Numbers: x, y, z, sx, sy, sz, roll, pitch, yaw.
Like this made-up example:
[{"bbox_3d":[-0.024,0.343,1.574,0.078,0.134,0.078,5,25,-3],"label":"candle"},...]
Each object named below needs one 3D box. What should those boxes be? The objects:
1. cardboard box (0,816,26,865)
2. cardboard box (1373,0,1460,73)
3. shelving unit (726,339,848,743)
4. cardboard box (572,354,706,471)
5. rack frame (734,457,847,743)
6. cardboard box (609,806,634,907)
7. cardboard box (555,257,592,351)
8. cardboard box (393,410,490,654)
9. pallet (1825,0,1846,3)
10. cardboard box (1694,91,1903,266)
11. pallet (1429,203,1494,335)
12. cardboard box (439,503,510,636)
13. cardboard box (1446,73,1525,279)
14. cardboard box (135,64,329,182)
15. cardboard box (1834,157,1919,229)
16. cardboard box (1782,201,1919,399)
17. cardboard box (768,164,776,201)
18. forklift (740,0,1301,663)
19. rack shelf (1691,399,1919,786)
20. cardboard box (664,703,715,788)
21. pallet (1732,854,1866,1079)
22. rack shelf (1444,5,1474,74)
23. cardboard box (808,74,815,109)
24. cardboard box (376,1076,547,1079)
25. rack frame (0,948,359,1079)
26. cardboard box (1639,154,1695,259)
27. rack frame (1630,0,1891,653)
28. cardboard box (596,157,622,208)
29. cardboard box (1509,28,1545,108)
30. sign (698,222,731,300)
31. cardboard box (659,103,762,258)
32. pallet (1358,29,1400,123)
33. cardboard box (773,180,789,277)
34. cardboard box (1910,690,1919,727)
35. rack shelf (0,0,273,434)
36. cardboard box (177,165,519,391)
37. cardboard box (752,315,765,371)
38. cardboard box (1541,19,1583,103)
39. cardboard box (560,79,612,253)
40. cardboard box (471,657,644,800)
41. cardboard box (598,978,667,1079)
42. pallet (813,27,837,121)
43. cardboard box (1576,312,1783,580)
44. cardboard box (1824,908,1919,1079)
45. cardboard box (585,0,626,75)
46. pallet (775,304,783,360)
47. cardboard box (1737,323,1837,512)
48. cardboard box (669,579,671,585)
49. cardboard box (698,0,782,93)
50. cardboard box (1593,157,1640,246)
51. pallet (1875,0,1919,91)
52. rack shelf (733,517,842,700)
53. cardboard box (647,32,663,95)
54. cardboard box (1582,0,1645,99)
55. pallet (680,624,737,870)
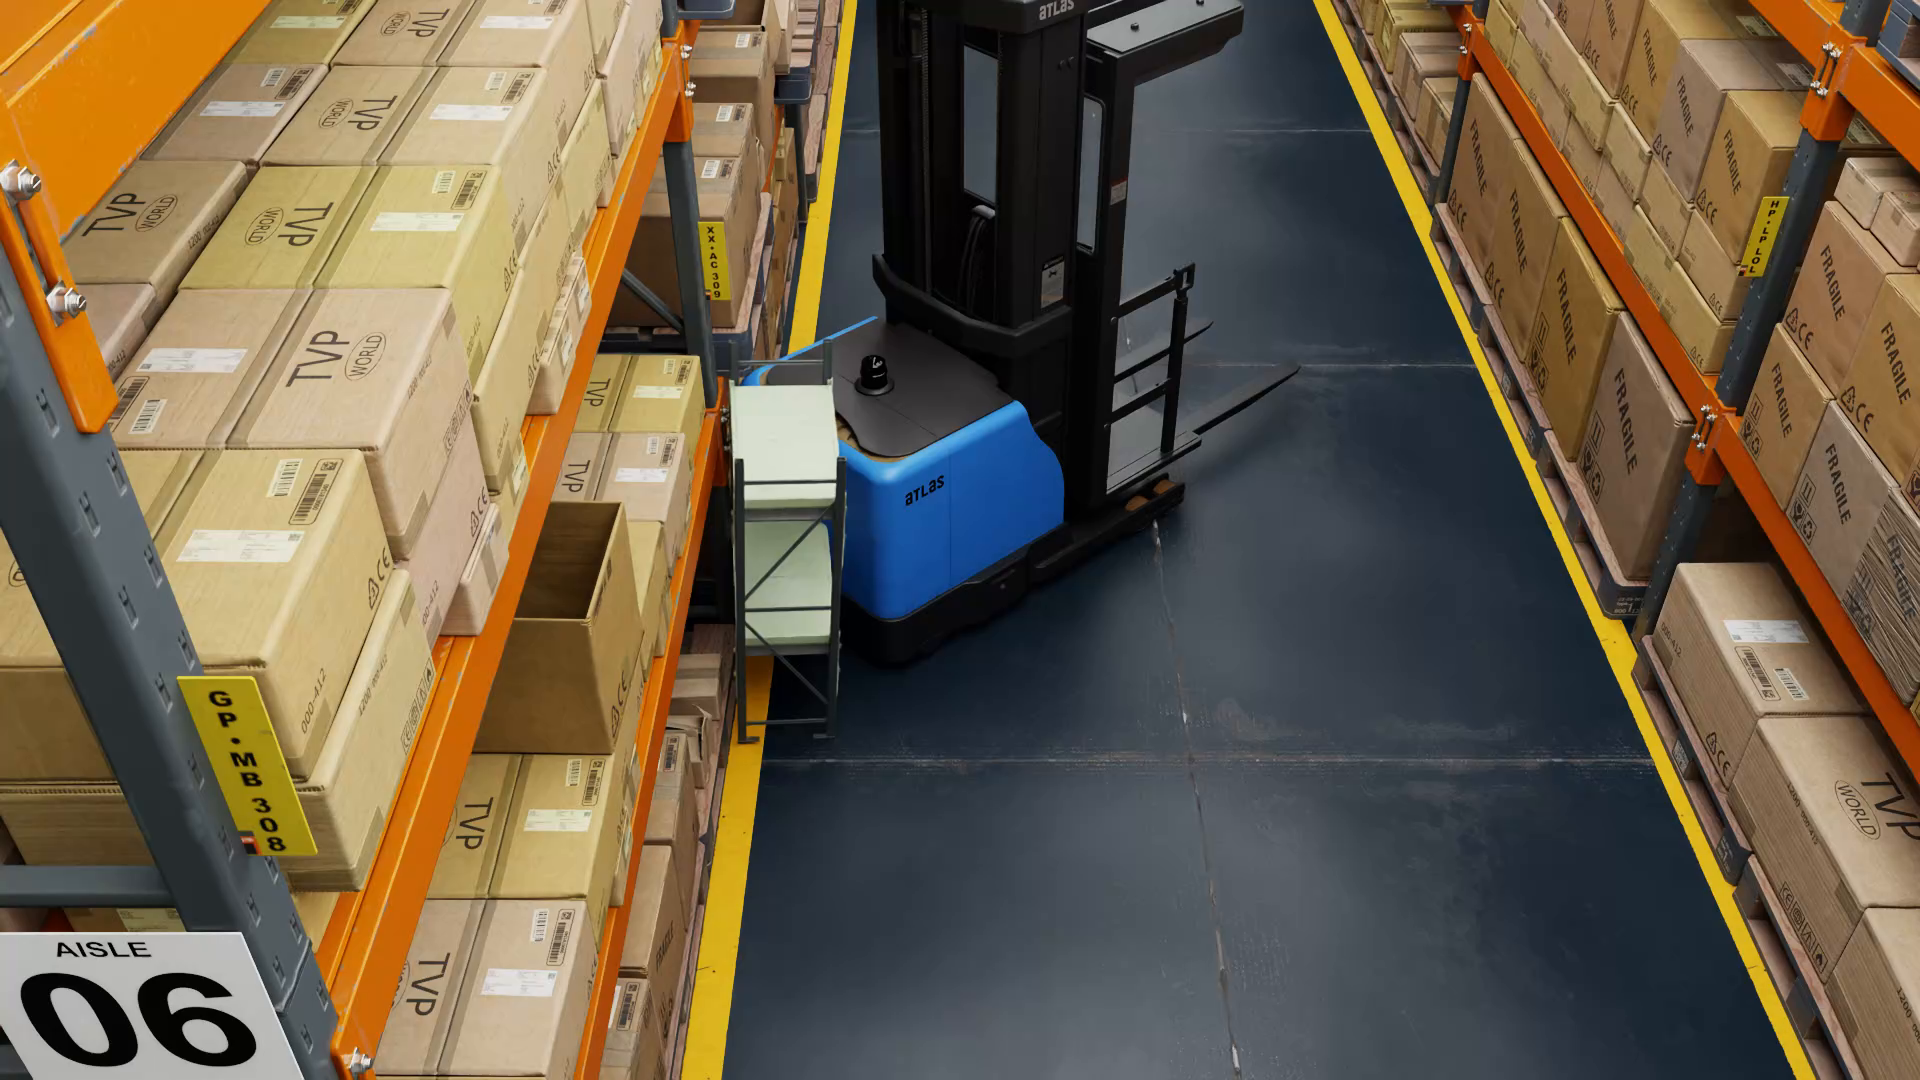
[{"bbox_3d":[-1.728,0.301,2.705,0.500,0.250,0.500,-1,39,-1],"label":"cardboard box"},{"bbox_3d":[3.504,-3.629,11.891,0.950,0.372,0.625,1,39,1],"label":"cardboard box"},{"bbox_3d":[-0.710,0.026,6.710,0.431,1.500,0.755,-1,42,-8],"label":"shelving unit"},{"bbox_3d":[-1.215,-0.434,6.020,0.500,0.250,0.500,1,39,1],"label":"cardboard box"},{"bbox_3d":[-0.665,0.271,6.442,0.400,1.500,0.023,-1,42,-8],"label":"rack frame"},{"bbox_3d":[-1.133,0.894,4.683,0.380,0.149,0.250,-1,39,-1],"label":"cardboard box"},{"bbox_3d":[-1.133,-0.580,4.122,0.380,0.149,0.250,1,39,1],"label":"cardboard box"},{"bbox_3d":[-1.204,-0.017,3.101,0.500,0.250,0.500,1,39,1],"label":"cardboard box"},{"bbox_3d":[3.453,-2.370,6.308,0.805,0.209,1.217,-1,39,-2],"label":"pallet"},{"bbox_3d":[3.252,-1.409,6.475,0.500,0.500,0.500,1,39,1],"label":"cardboard box"},{"bbox_3d":[3.425,-1.621,9.849,1.003,0.211,1.213,0,39,0],"label":"pallet"},{"bbox_3d":[-1.130,0.055,3.331,0.380,0.149,0.250,1,39,1],"label":"cardboard box"},{"bbox_3d":[3.417,-2.105,9.586,0.875,0.875,0.875,0,39,0],"label":"cardboard box"},{"bbox_3d":[-1.719,-0.854,3.747,0.500,0.250,0.500,0,39,0],"label":"cardboard box"},{"bbox_3d":[3.245,-1.185,5.677,0.380,0.149,0.250,-1,39,-1],"label":"cardboard box"},{"bbox_3d":[3.262,-0.832,5.755,0.500,0.500,0.500,0,39,0],"label":"cardboard box"},{"bbox_3d":[-1.223,-1.993,9.229,0.380,0.149,0.250,-1,39,-2],"label":"cardboard box"},{"bbox_3d":[0.461,-1.407,7.407,3.031,2.935,1.130,-30,47,-32],"label":"forklift"},{"bbox_3d":[3.506,0.831,5.135,1.077,0.370,4.000,0,39,0],"label":"rack shelf"},{"bbox_3d":[-1.165,0.780,6.474,0.396,0.266,0.258,1,39,2],"label":"cardboard box"},{"bbox_3d":[3.431,1.628,5.795,1.003,0.211,1.213,0,39,0],"label":"pallet"},{"bbox_3d":[3.497,-4.172,11.378,1.077,0.370,4.000,0,39,0],"label":"rack shelf"},{"bbox_3d":[-1.460,-3.232,11.193,0.875,0.625,0.625,1,39,1],"label":"cardboard box"},{"bbox_3d":[-1.186,1.465,3.650,0.500,0.250,0.500,0,39,0],"label":"cardboard box"},{"bbox_3d":[-1.455,1.807,3.342,1.000,3.000,0.127,0,39,0],"label":"rack frame"},{"bbox_3d":[3.252,-1.425,7.095,0.500,0.250,0.500,1,39,1],"label":"cardboard box"},{"bbox_3d":[3.504,-0.700,6.471,1.000,3.000,0.127,0,39,0],"label":"rack frame"},{"bbox_3d":[-1.180,-1.068,4.731,0.380,0.149,0.250,0,39,0],"label":"cardboard box"},{"bbox_3d":[3.266,-2.516,8.856,0.500,0.250,0.500,-1,39,-1],"label":"cardboard box"},{"bbox_3d":[-0.917,-1.037,6.199,0.100,0.325,0.005,0,39,0],"label":"sign"},{"bbox_3d":[-1.237,-1.524,7.083,0.700,0.500,0.500,0,39,0],"label":"cardboard box"},{"bbox_3d":[3.501,-3.363,12.024,1.003,0.211,1.213,0,39,0],"label":"pallet"},{"bbox_3d":[-1.259,-1.807,9.515,0.500,0.500,0.500,-1,39,-1],"label":"cardboard box"},{"bbox_3d":[3.234,0.502,4.890,0.500,0.500,0.500,1,39,1],"label":"cardboard box"},{"bbox_3d":[-1.458,-1.503,3.253,1.077,0.370,4.000,0,39,0],"label":"rack shelf"},{"bbox_3d":[-1.201,-0.526,3.337,0.500,0.250,0.500,-1,39,-1],"label":"cardboard box"},{"bbox_3d":[-1.242,-0.831,8.296,0.500,0.500,0.500,-1,39,-1],"label":"cardboard box"},{"bbox_3d":[3.241,-2.386,8.295,0.500,0.250,0.500,0,39,0],"label":"cardboard box"},{"bbox_3d":[-1.209,-0.976,4.298,0.500,0.250,0.500,1,39,1],"label":"cardboard box"},{"bbox_3d":[-1.213,0.513,4.838,0.500,0.250,0.500,-1,39,-1],"label":"cardboard box"},{"bbox_3d":[-1.323,1.701,5.137,0.700,0.500,0.500,1,39,2],"label":"cardboard box"},{"bbox_3d":[-1.425,-3.384,12.049,1.003,0.211,1.213,0,39,0],"label":"pallet"},{"bbox_3d":[3.423,-0.423,7.488,0.875,0.875,0.875,1,39,1],"label":"cardboard box"},{"bbox_3d":[3.398,1.652,5.248,0.875,0.438,0.875,1,39,1],"label":"cardboard box"},{"bbox_3d":[-1.209,-1.485,4.533,0.500,0.250,0.500,-1,39,-1],"label":"cardboard box"},{"bbox_3d":[-1.503,-0.880,8.925,1.003,0.211,1.213,0,39,0],"label":"pallet"},{"bbox_3d":[3.242,-0.446,6.073,0.500,0.500,0.500,1,39,1],"label":"cardboard box"},{"bbox_3d":[-1.187,0.092,5.683,0.380,0.149,0.250,1,39,1],"label":"cardboard box"},{"bbox_3d":[-1.278,-2.379,8.148,0.797,0.503,0.637,-1,39,-1],"label":"cardboard box"},{"bbox_3d":[3.270,-1.556,7.659,0.500,0.250,0.500,-1,39,-1],"label":"cardboard box"},{"bbox_3d":[3.494,-1.325,4.922,1.003,0.211,1.213,0,39,0],"label":"pallet"},{"bbox_3d":[-0.736,0.269,6.926,0.431,0.370,0.720,-1,42,-8],"label":"rack shelf"},{"bbox_3d":[-1.164,-1.542,5.324,0.380,0.149,0.250,0,39,0],"label":"cardboard box"},{"bbox_3d":[3.248,-2.373,7.679,0.500,0.500,0.500,1,39,1],"label":"cardboard box"},{"bbox_3d":[-1.460,0.823,6.800,1.003,0.211,1.213,0,39,0],"label":"pallet"}]
